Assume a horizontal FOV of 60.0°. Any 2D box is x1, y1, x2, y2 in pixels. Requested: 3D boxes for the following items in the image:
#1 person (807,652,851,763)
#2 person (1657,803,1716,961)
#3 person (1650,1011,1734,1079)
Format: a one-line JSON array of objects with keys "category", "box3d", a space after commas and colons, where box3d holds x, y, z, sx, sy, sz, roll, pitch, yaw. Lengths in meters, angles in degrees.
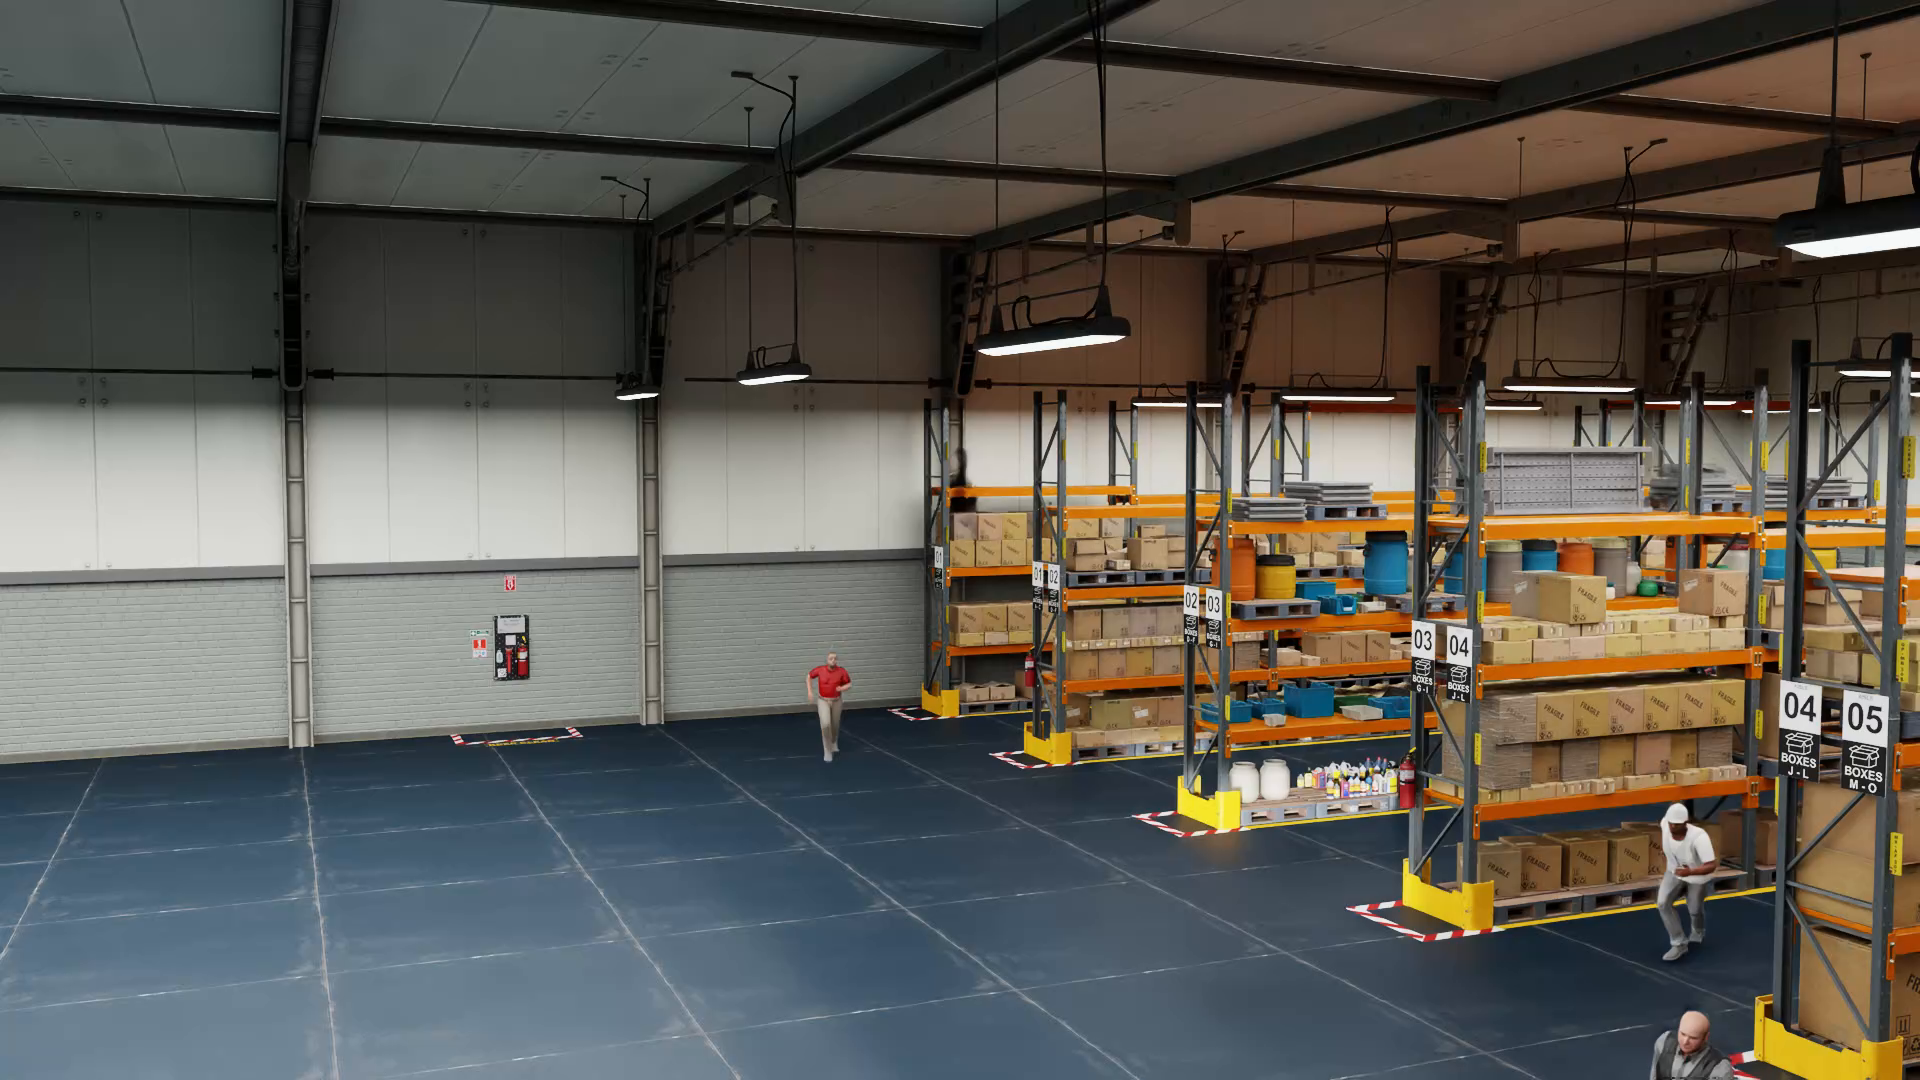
[{"category": "person", "box3d": [-2.140, 2.712, 27.220, 0.699, 1.787, 0.906, -1, 3, -12]}, {"category": "person", "box3d": [7.291, 3.366, 16.646, 1.106, 1.583, 0.704, -3, 5, -44]}, {"category": "person", "box3d": [4.601, 3.711, 10.496, 0.616, 1.644, 0.776, -3, 4, -38]}]
